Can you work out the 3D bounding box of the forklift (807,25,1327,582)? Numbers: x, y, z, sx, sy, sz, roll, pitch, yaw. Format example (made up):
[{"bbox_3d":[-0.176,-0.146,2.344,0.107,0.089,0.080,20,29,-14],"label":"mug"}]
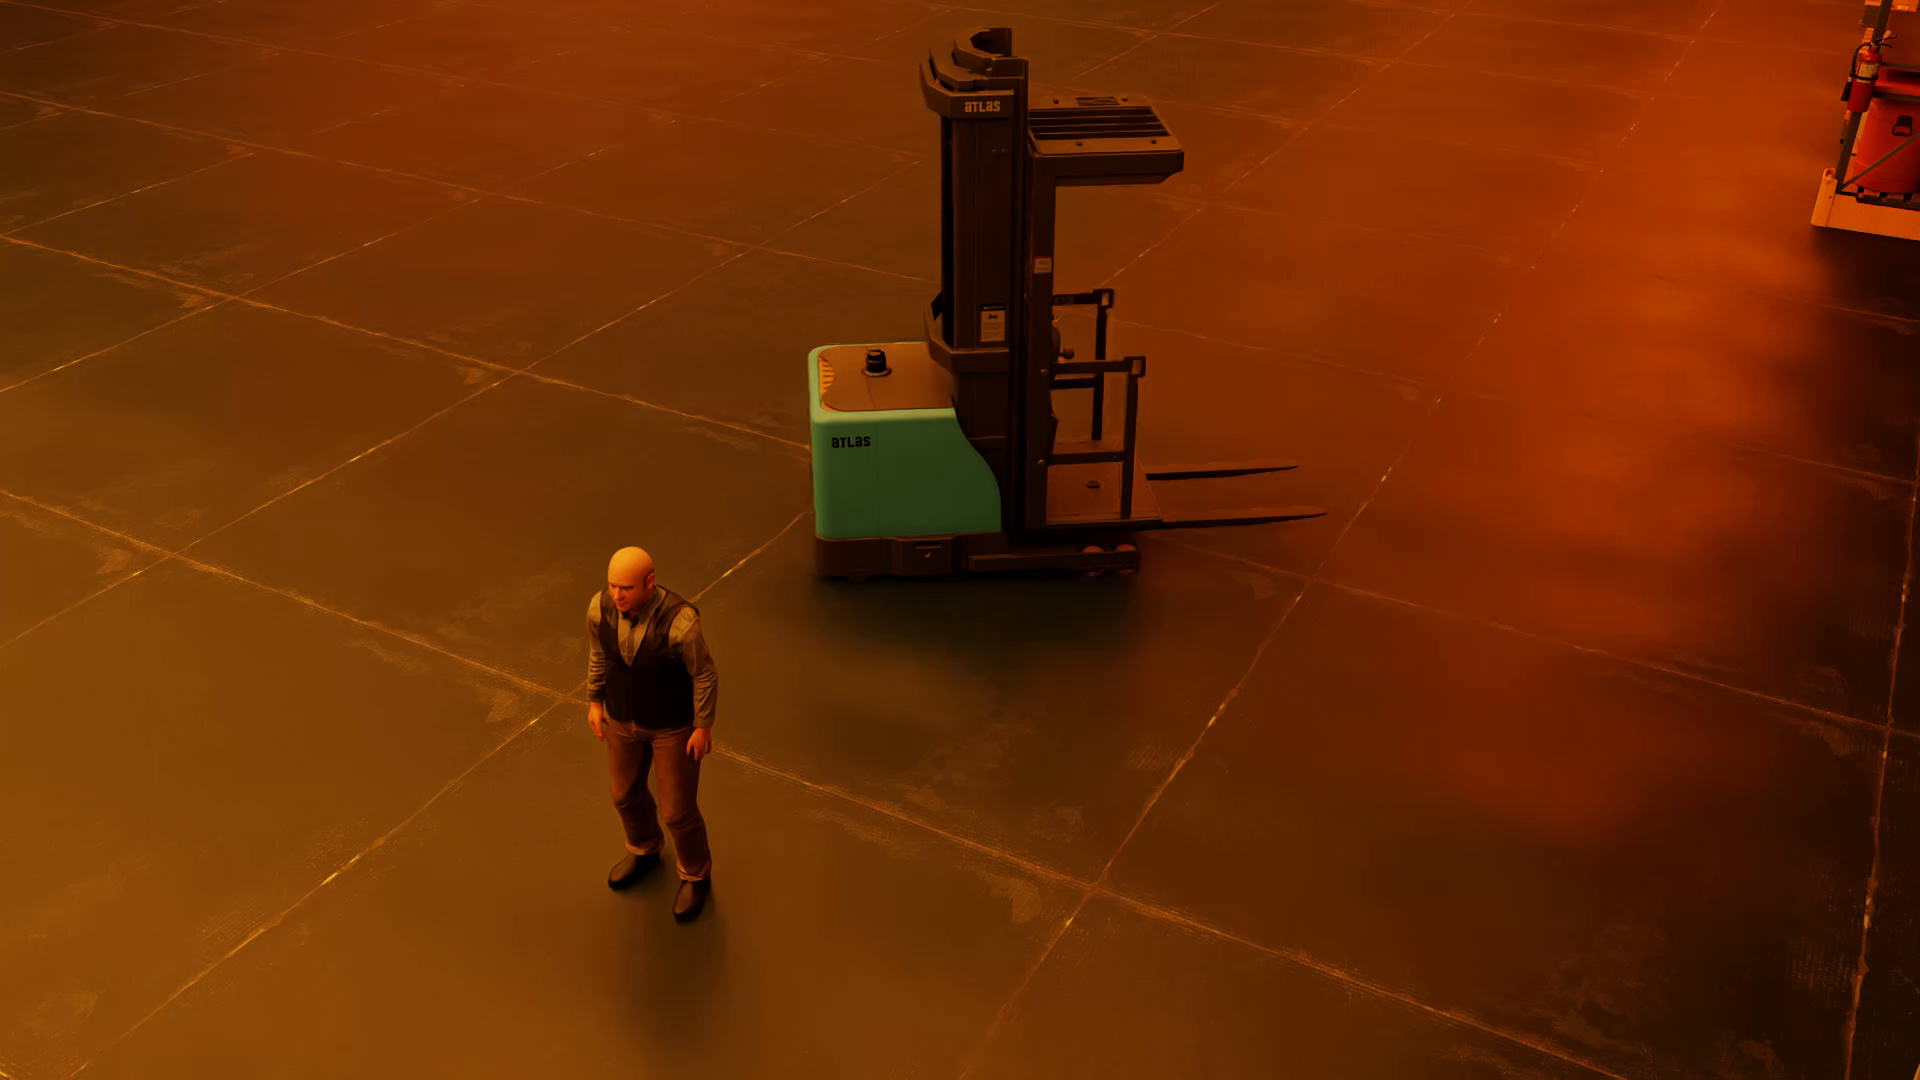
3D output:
[{"bbox_3d":[0.634,-1.327,9.369,3.031,2.935,1.130,-3,30,-5],"label":"forklift"}]

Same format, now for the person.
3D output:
[{"bbox_3d":[-1.290,0.762,6.972,0.588,1.725,0.446,13,32,21],"label":"person"}]
